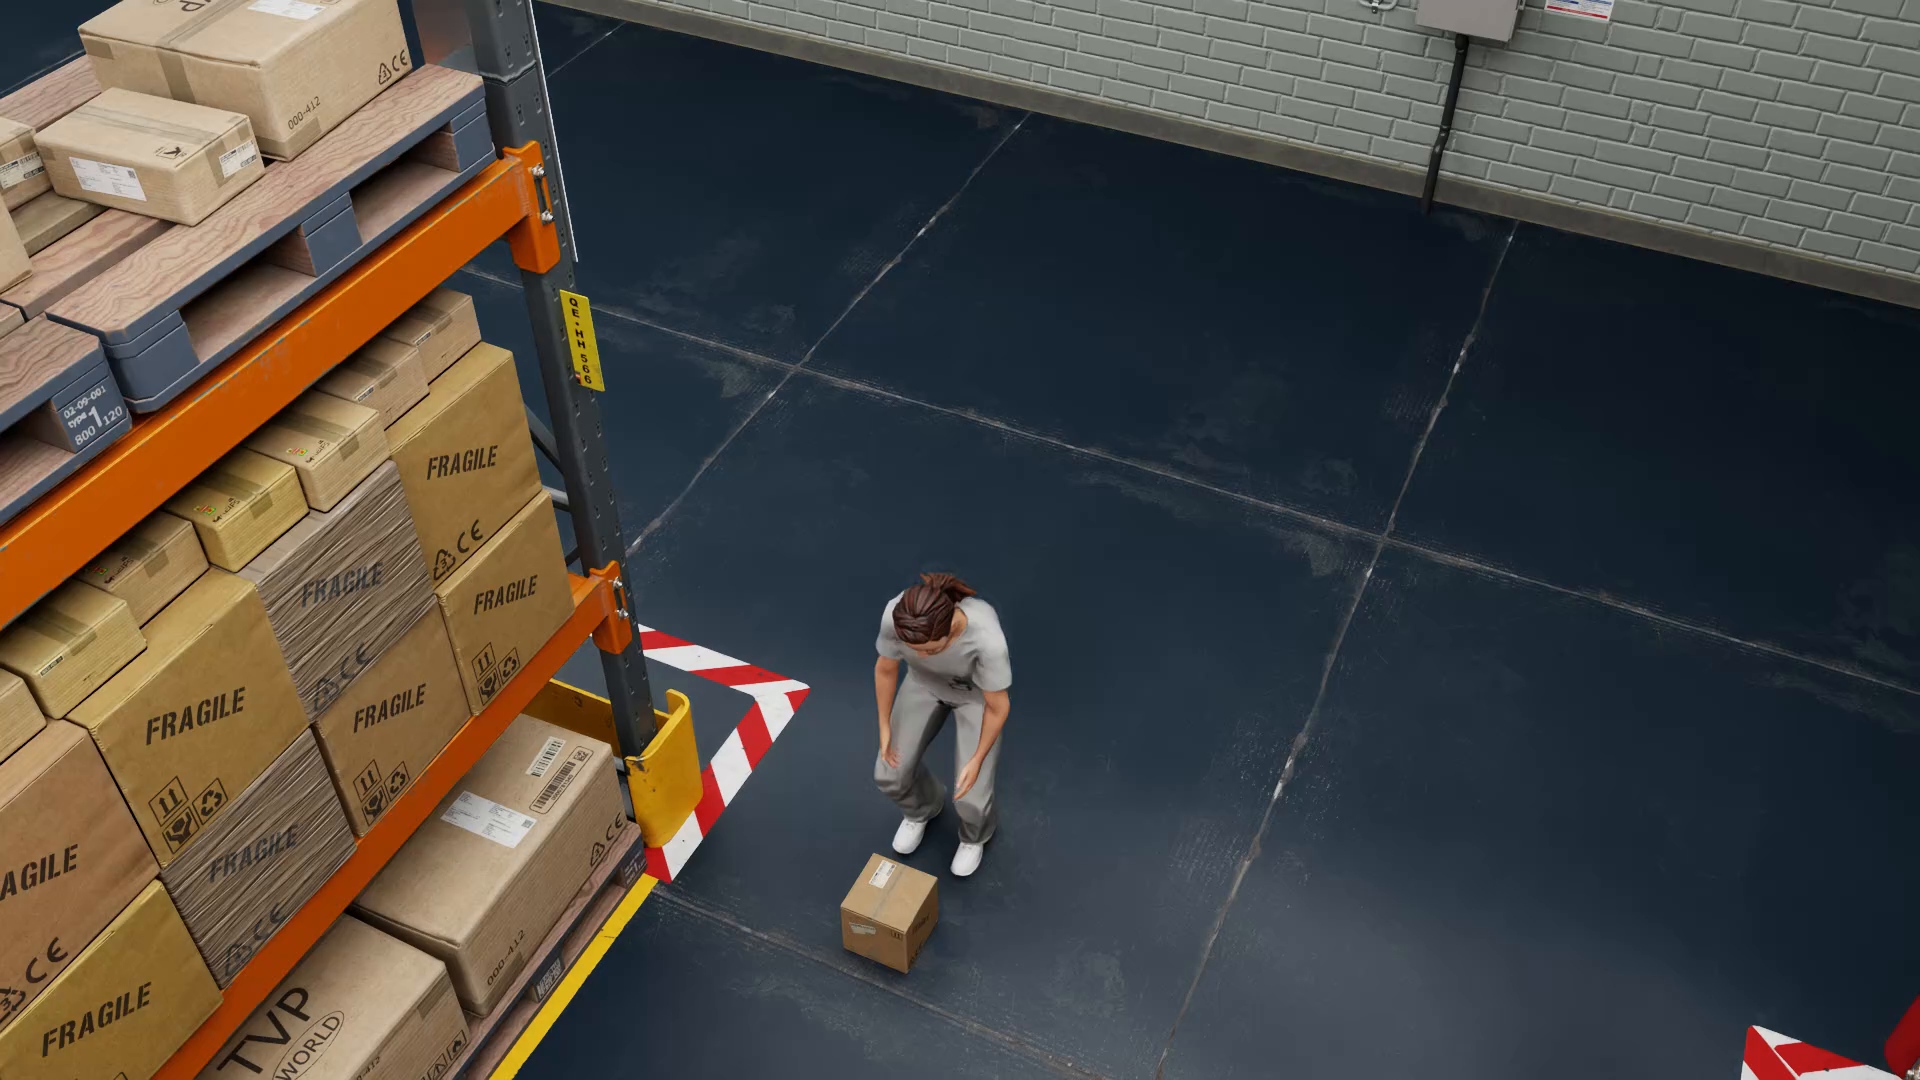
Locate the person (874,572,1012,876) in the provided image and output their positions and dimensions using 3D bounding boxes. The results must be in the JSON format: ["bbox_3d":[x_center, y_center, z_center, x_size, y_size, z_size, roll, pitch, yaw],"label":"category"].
[{"bbox_3d":[-0.037,0.595,5.663,0.487,1.469,0.572,18,45,19],"label":"person"}]
